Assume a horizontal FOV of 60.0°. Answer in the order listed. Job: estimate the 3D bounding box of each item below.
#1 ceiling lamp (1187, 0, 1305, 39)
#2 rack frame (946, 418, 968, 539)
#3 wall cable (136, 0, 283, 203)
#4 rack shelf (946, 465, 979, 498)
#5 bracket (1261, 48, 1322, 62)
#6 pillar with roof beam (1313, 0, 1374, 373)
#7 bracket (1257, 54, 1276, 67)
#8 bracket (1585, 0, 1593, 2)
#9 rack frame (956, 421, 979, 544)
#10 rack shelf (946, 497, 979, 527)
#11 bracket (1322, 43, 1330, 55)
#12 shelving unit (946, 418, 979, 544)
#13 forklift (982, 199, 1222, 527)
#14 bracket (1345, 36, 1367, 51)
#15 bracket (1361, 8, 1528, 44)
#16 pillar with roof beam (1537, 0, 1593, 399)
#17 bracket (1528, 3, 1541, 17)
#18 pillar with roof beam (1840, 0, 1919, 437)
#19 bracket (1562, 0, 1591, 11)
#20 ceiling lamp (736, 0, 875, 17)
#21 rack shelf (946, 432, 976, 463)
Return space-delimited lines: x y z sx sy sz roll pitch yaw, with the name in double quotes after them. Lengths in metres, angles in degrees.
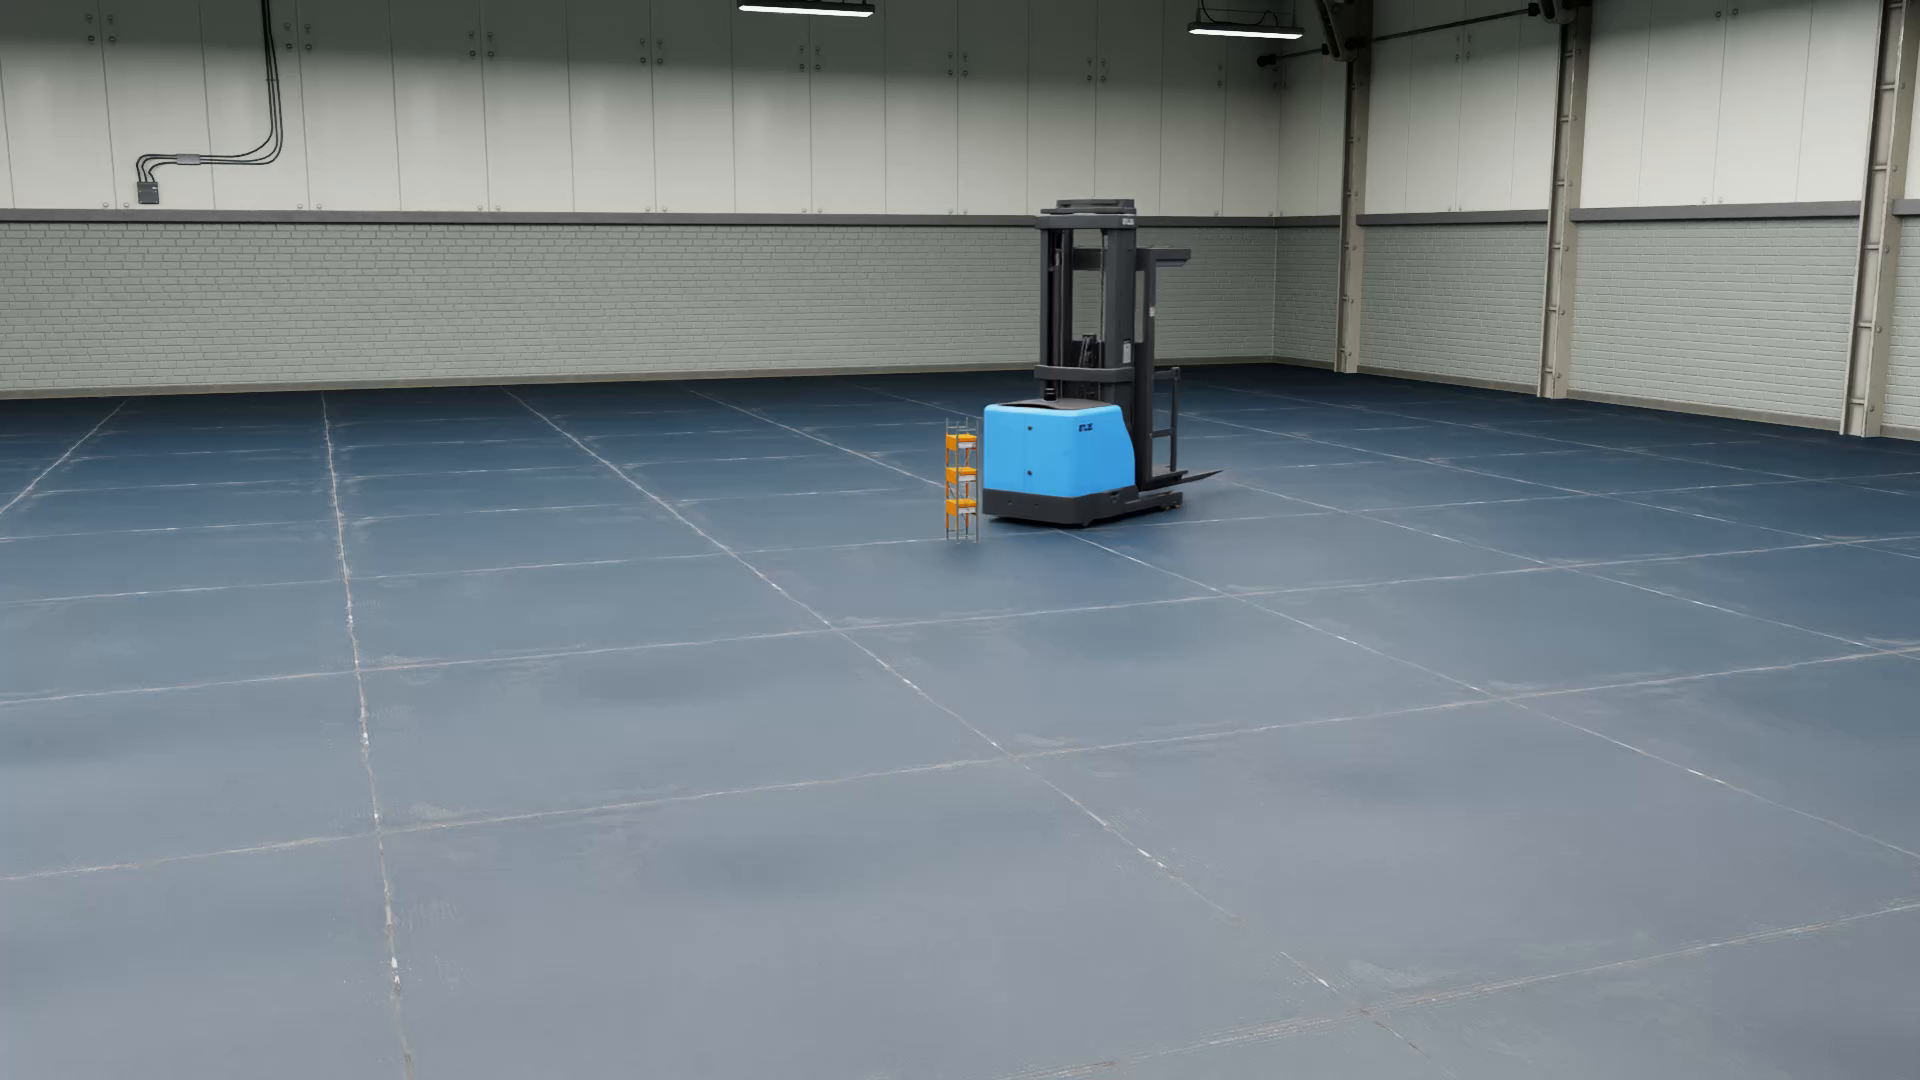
4.519 -9.725 26.731 2.000 3.185 0.800 -4 11 -21 "ceiling lamp"
-0.025 -0.528 14.391 0.200 1.050 0.008 -4 11 -21 "rack frame"
-12.598 -8.637 27.569 2.305 6.003 0.169 -4 11 -21 "wall cable"
0.019 -0.498 14.281 0.215 0.259 0.240 -4 11 -21 "rack shelf"
6.616 -9.905 34.130 0.076 0.066 3.189 -4 11 -21 "bracket"
3.730 -7.524 31.022 9.100 9.000 0.548 -4 11 -21 "pillar with roof beam"
6.402 -10.001 34.672 0.235 0.232 0.430 -4 11 -21 "bracket"
10.670 -8.079 23.865 0.076 0.066 4.783 -4 11 -21 "bracket"
0.064 -0.488 14.167 0.200 1.050 0.008 -4 11 -21 "rack frame"
0.019 -0.224 14.330 0.215 0.259 0.240 -4 11 -21 "rack shelf"
7.261 -9.614 32.497 0.235 0.232 0.430 -4 11 -21 "bracket"
0.019 -0.508 14.279 0.215 1.050 0.252 -4 11 -21 "shelving unit"
1.512 -1.771 16.005 1.130 2.935 3.031 8 13 38 "forklift"
7.562 -9.479 31.735 0.235 0.232 0.430 -4 11 -21 "bracket"
8.495 -9.058 29.371 0.076 0.066 4.783 -4 11 -21 "bracket"
5.904 -6.544 25.516 9.100 9.000 0.548 -4 11 -21 "pillar with roof beam"
9.435 -8.635 26.991 0.235 0.232 0.430 -4 11 -21 "bracket"
8.078 -5.565 20.010 9.100 9.000 0.400 -4 11 -21 "pillar with roof beam"
9.736 -8.499 26.229 0.235 0.232 0.430 -4 11 -21 "bracket"
-2.322 -9.259 24.112 2.000 3.185 0.800 -4 11 -21 "ceiling lamp"
0.019 -0.777 14.231 0.215 0.259 0.240 -4 11 -21 "rack shelf"
